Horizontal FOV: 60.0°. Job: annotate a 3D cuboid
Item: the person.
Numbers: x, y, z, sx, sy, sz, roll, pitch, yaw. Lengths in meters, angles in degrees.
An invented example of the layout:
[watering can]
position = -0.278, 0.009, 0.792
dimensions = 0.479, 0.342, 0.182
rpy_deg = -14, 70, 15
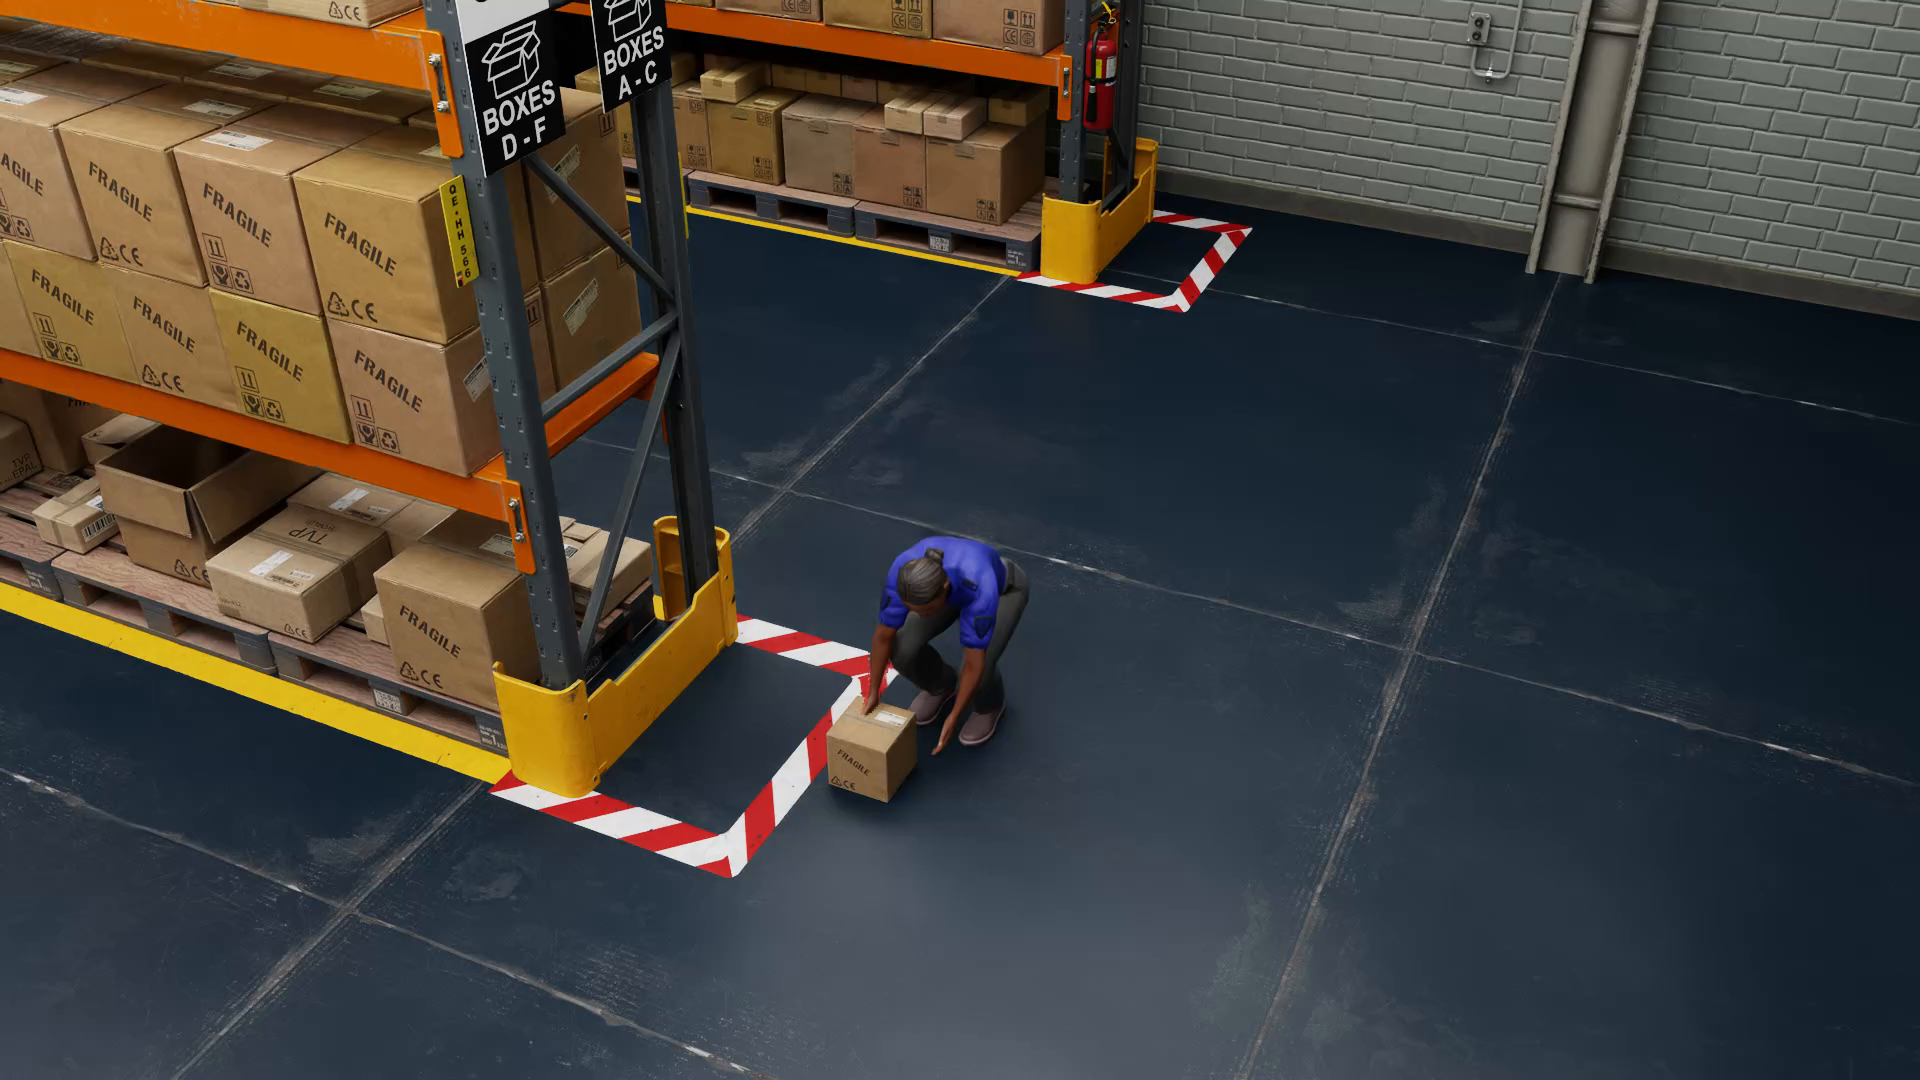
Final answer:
[person]
position = -0.025, 0.343, 6.274
dimensions = 0.466, 0.952, 0.799
rpy_deg = 18, 38, 25
